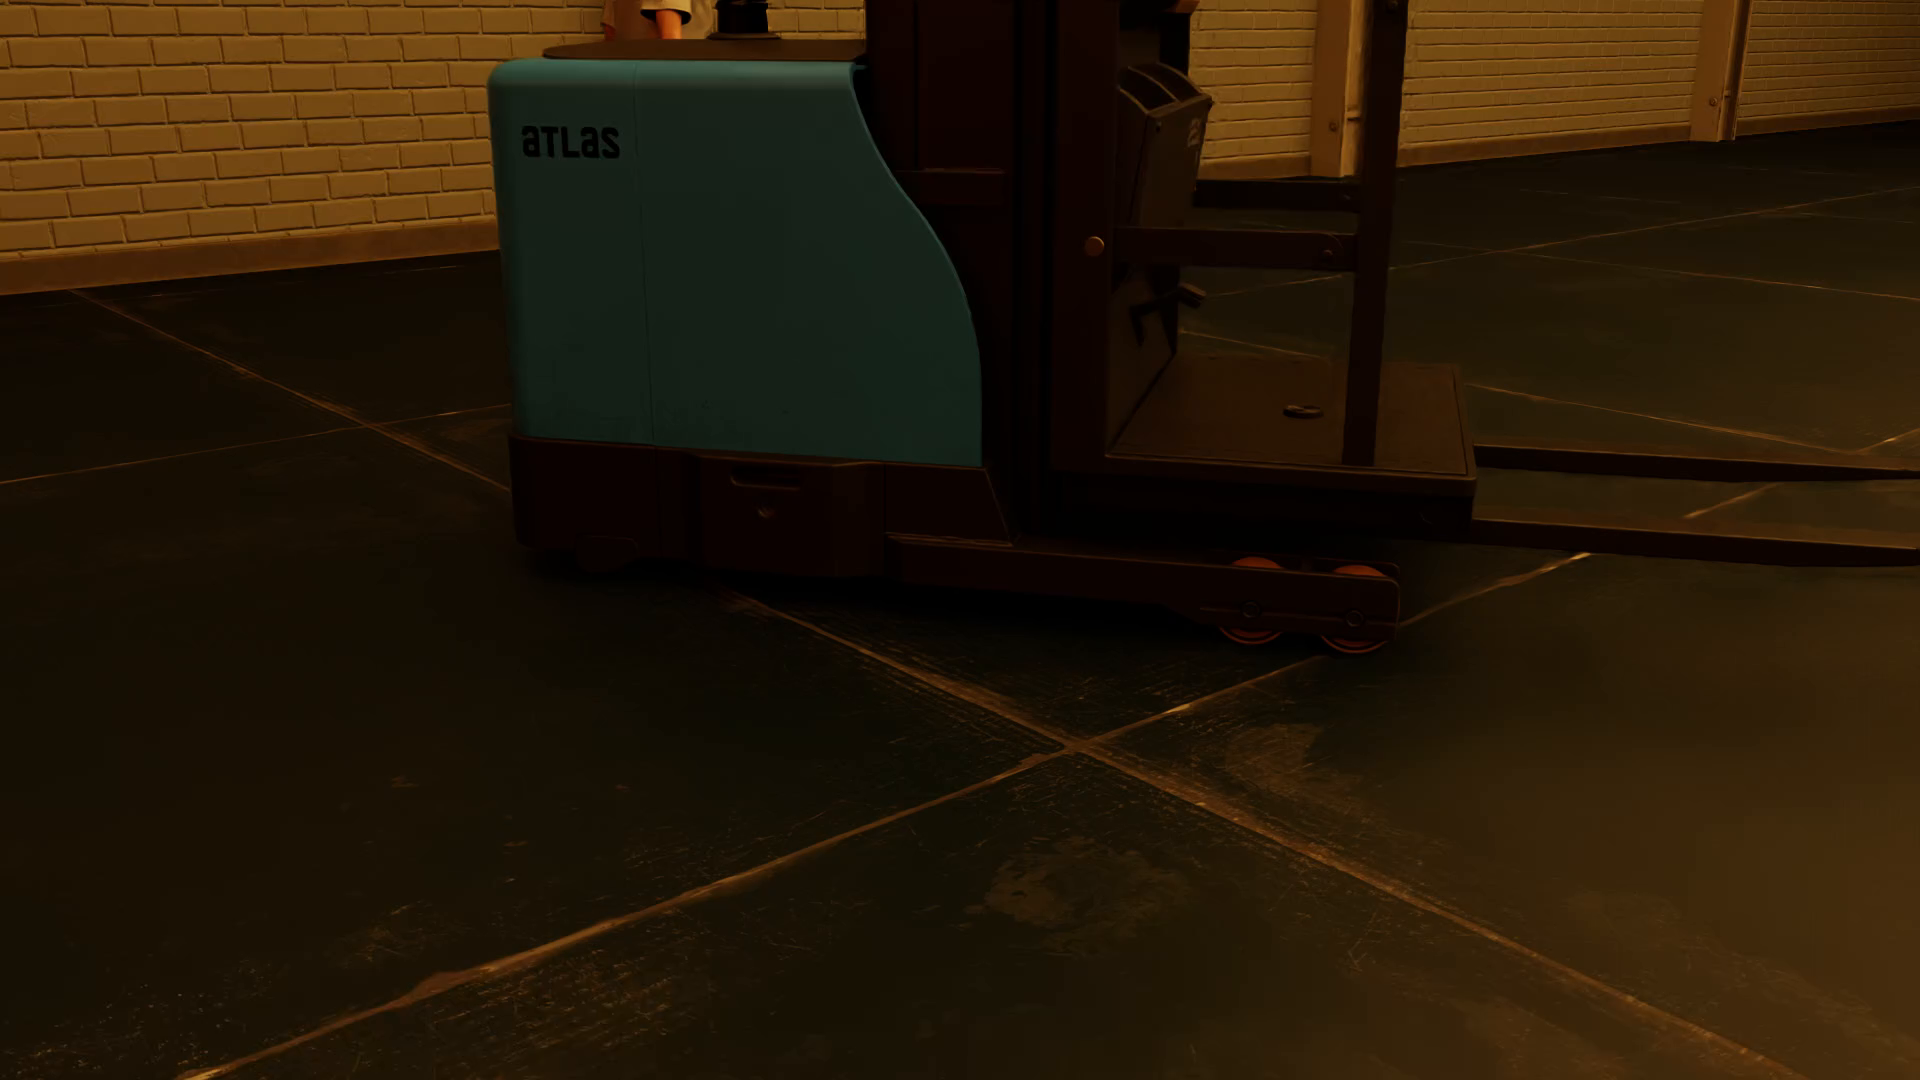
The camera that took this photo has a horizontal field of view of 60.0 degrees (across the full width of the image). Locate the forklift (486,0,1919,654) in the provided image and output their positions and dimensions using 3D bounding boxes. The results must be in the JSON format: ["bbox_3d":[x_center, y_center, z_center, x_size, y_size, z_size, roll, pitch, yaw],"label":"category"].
[{"bbox_3d":[0.605,-1.358,3.280,3.031,2.935,1.130,4,18,14],"label":"forklift"}]

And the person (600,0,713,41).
[{"bbox_3d":[-0.952,-1.237,5.160,0.414,1.623,0.782,-9,20,-27],"label":"person"}]
